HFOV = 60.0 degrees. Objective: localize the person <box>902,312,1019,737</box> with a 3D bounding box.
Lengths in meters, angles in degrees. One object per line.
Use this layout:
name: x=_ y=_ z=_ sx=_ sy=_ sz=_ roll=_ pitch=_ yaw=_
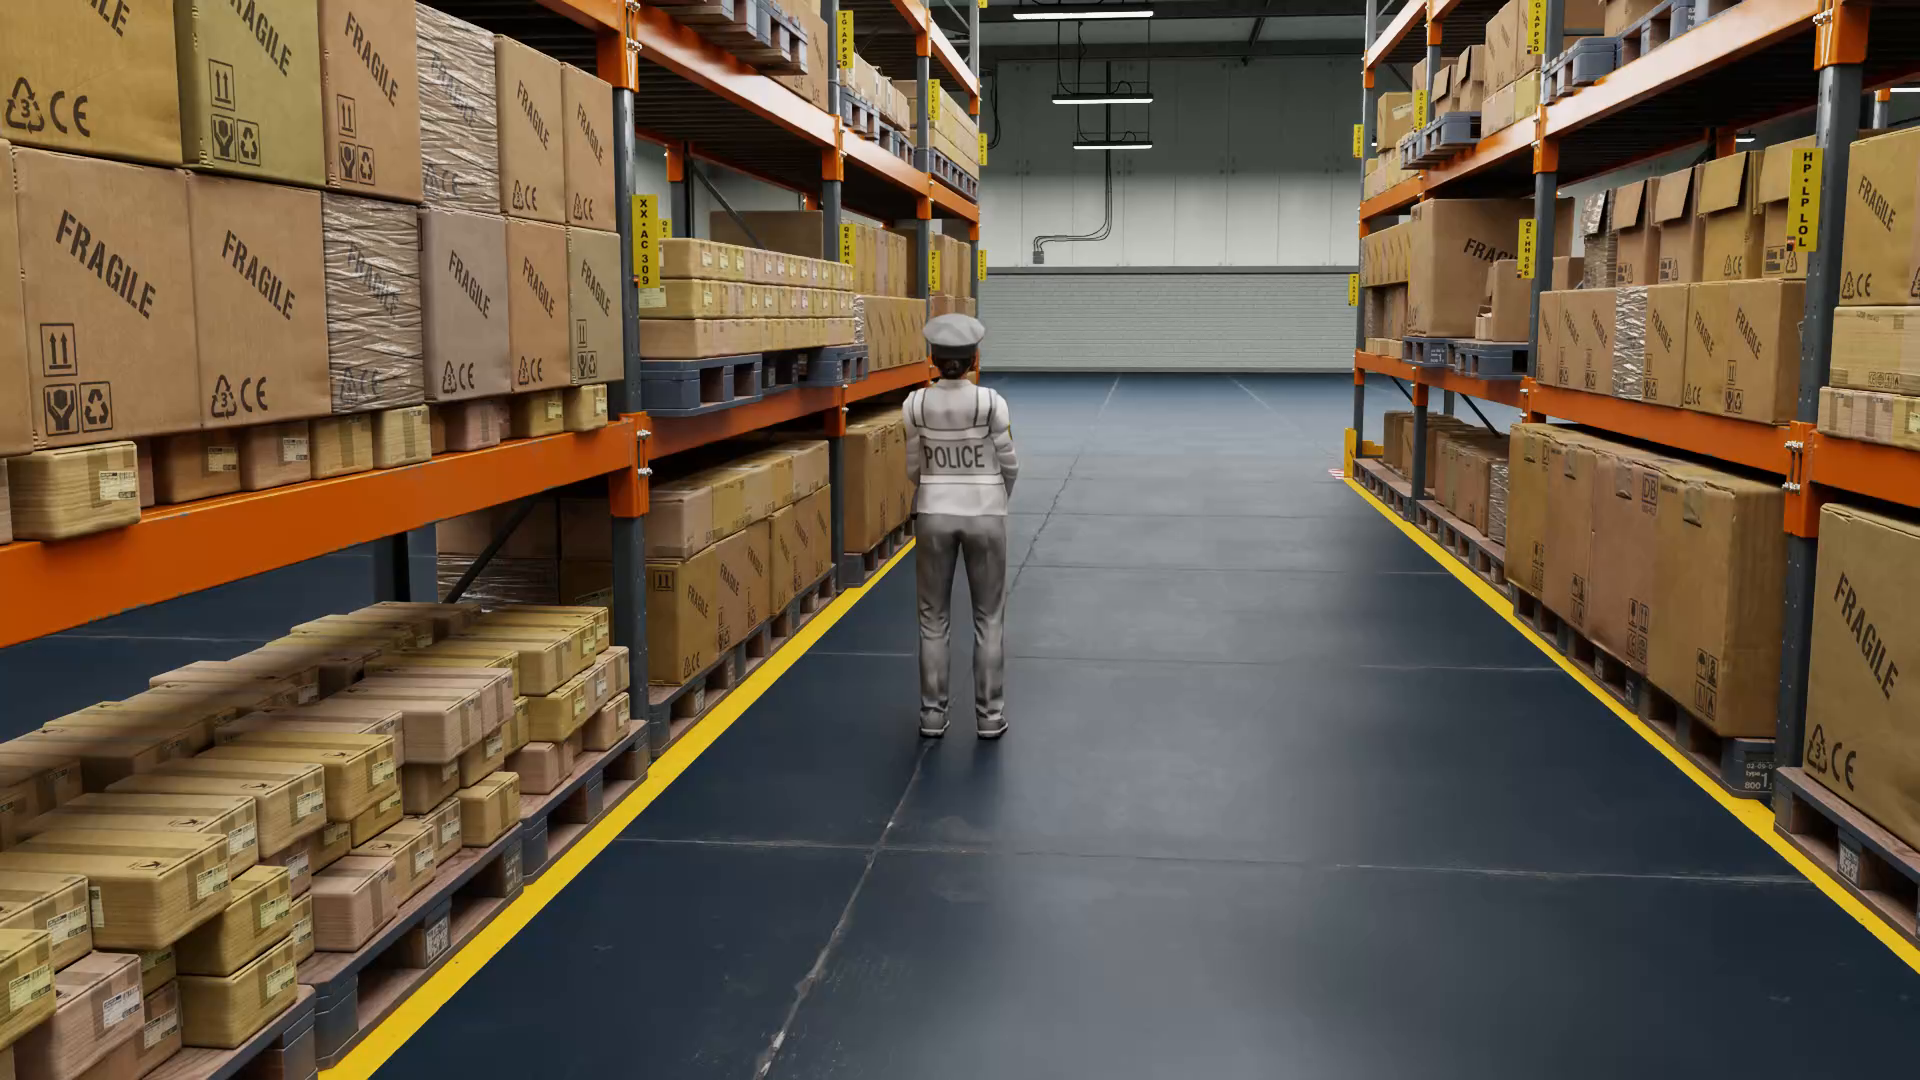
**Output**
person: x=0.009 y=-0.063 z=6.676 sx=0.459 sy=1.686 sz=0.562 roll=1 pitch=8 yaw=7
